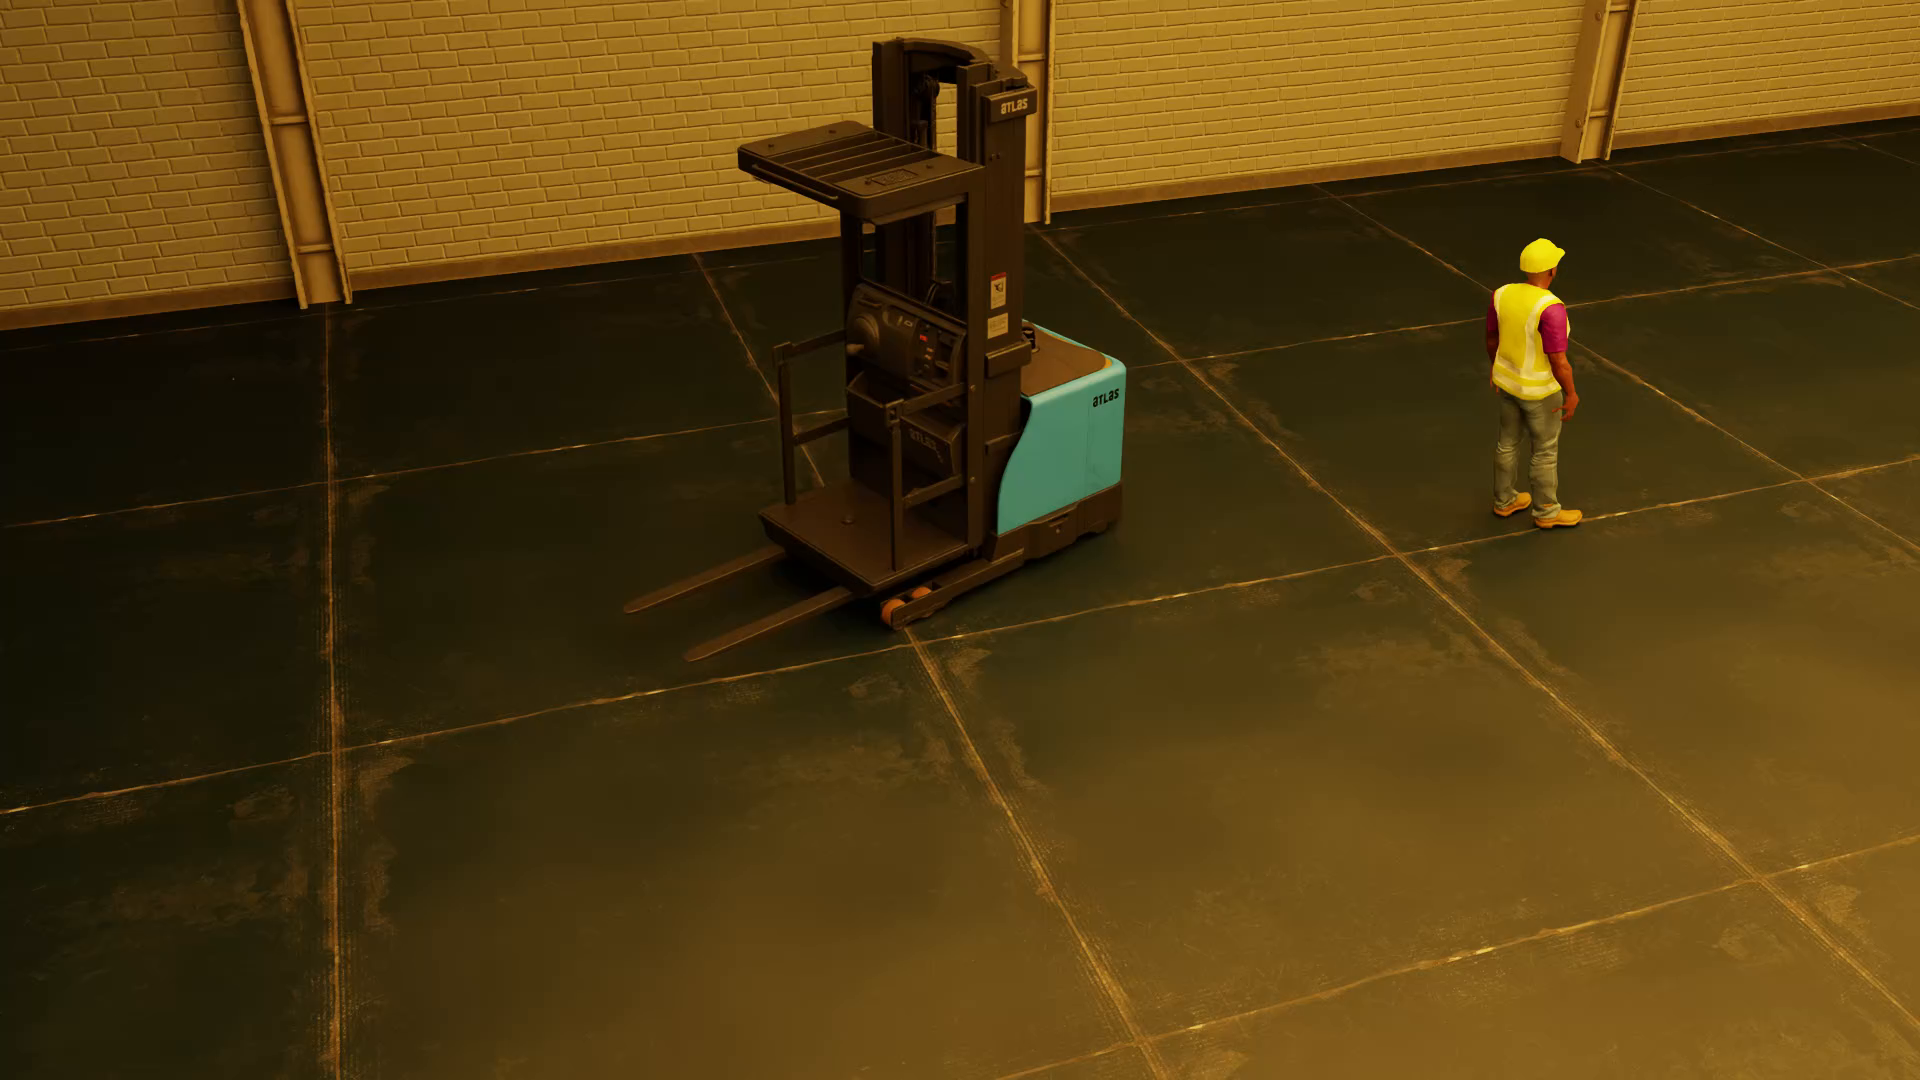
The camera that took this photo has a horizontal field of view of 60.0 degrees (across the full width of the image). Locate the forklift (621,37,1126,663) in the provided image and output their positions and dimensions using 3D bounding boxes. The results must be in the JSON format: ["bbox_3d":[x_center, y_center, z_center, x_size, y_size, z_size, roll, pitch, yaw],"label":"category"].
[{"bbox_3d":[-0.461,-1.072,8.951,3.031,2.935,1.130,-23,37,-34],"label":"forklift"}]

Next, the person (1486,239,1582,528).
[{"bbox_3d":[3.436,-0.945,9.883,0.574,1.769,0.665,-14,33,-23],"label":"person"}]
